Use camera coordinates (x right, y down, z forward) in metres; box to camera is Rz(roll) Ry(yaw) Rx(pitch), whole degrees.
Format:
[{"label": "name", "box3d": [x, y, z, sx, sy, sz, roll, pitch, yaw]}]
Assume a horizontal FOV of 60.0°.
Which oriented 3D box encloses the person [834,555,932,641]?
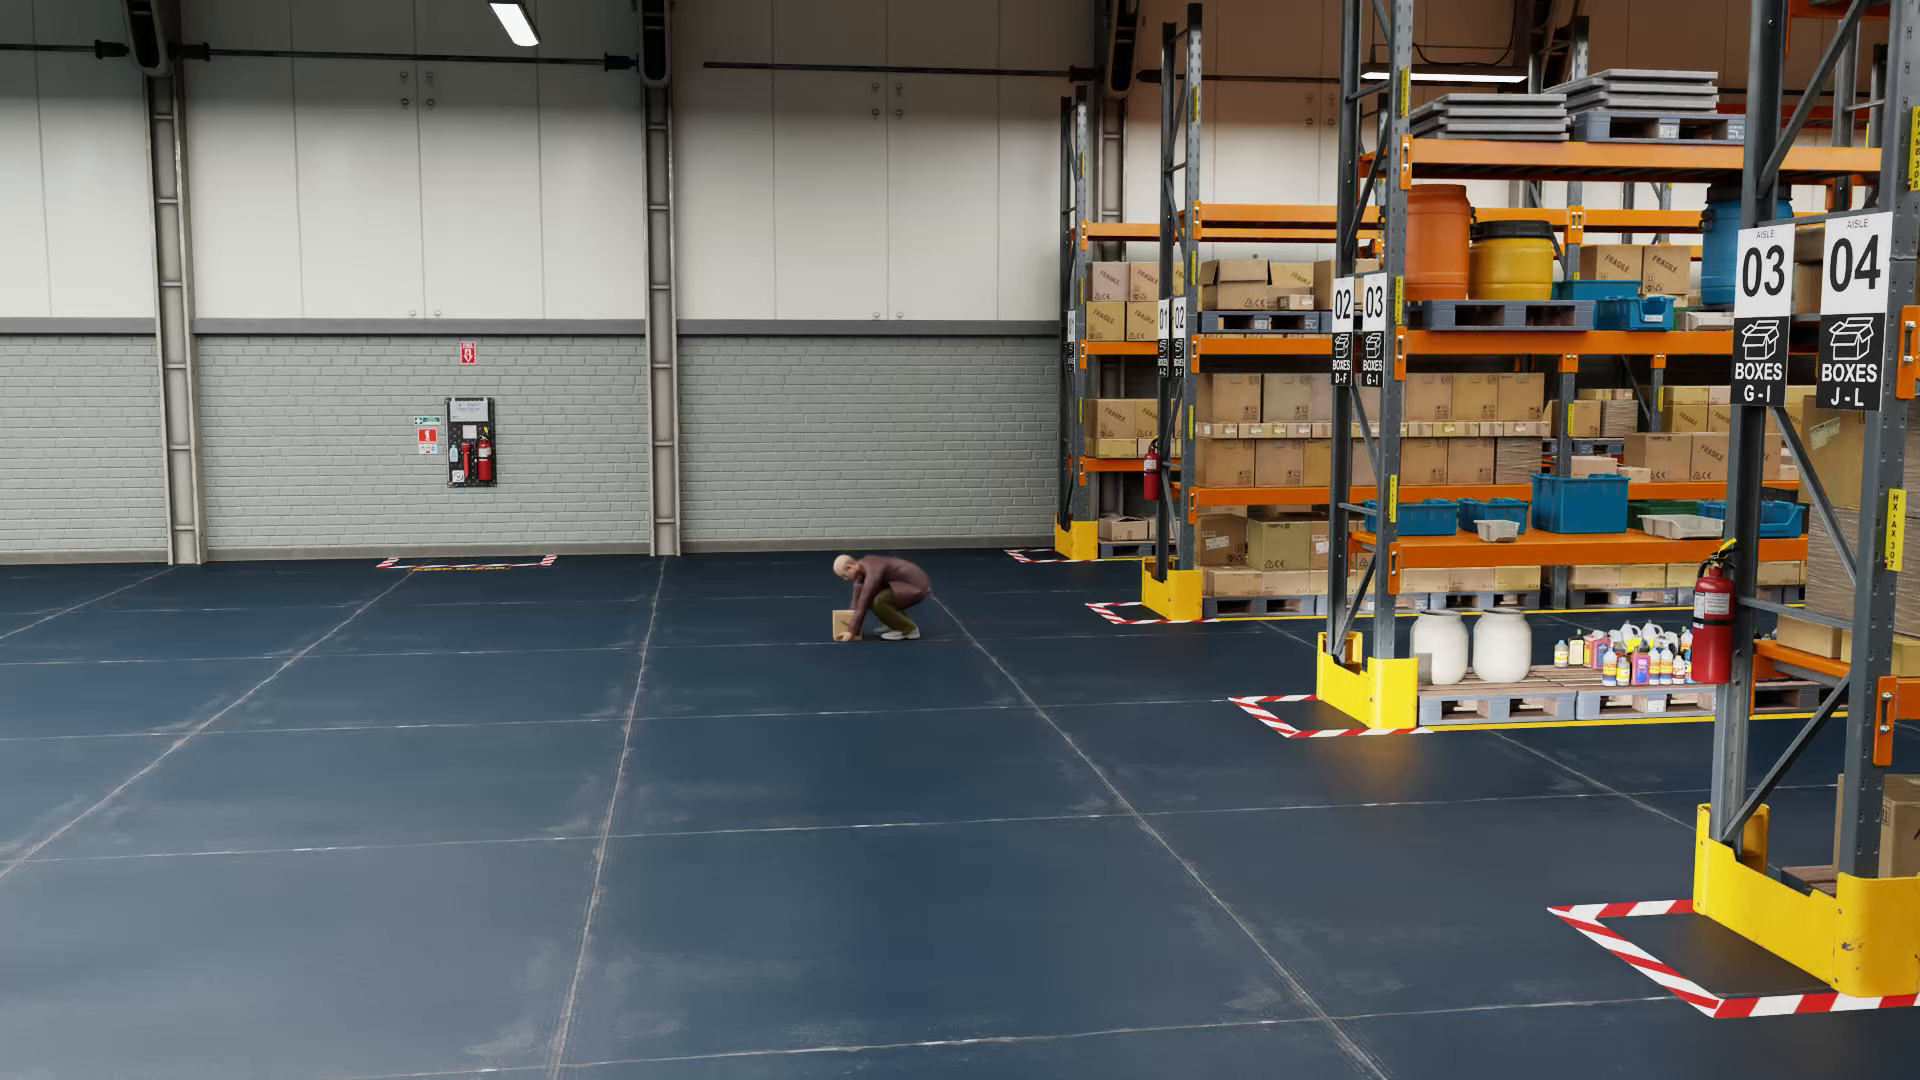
[{"label": "person", "box3d": [-0.721, 0.546, 15.533, 0.925, 0.821, 0.575, -1, 6, -10]}]
